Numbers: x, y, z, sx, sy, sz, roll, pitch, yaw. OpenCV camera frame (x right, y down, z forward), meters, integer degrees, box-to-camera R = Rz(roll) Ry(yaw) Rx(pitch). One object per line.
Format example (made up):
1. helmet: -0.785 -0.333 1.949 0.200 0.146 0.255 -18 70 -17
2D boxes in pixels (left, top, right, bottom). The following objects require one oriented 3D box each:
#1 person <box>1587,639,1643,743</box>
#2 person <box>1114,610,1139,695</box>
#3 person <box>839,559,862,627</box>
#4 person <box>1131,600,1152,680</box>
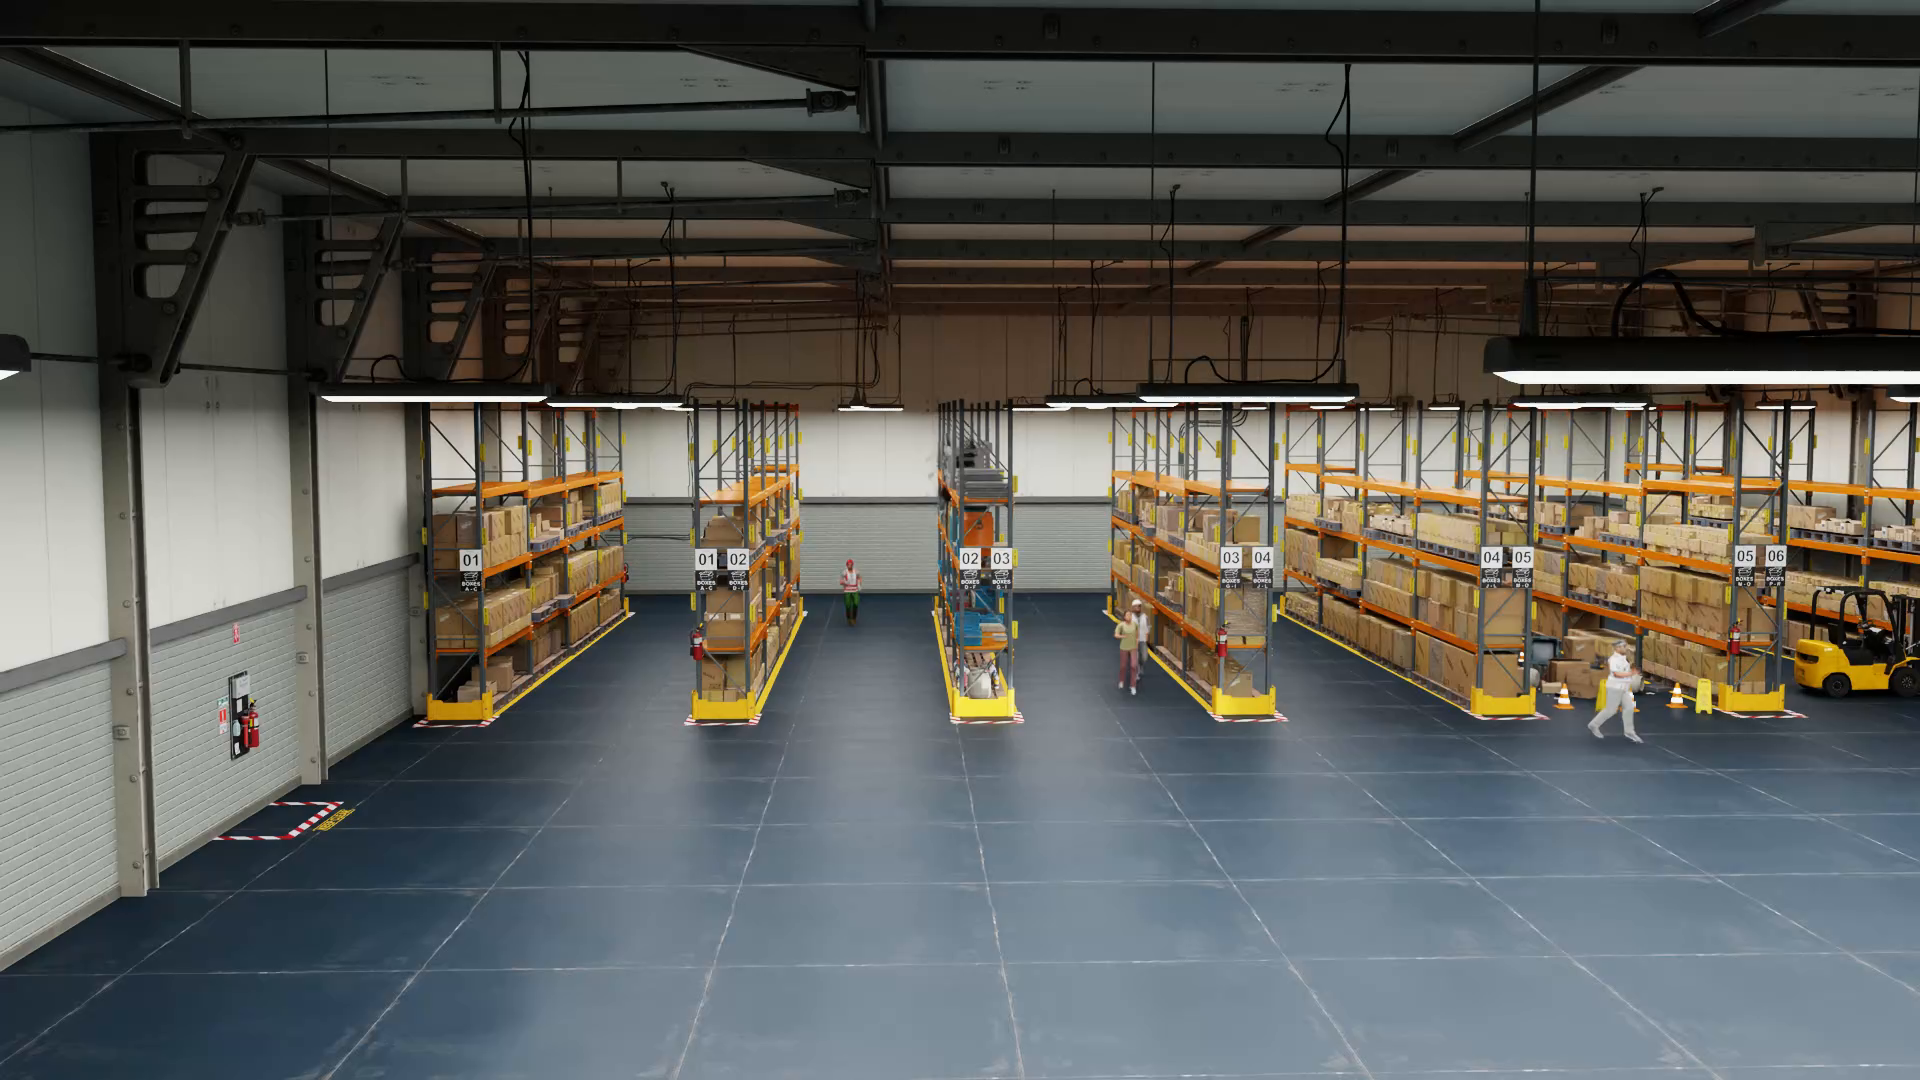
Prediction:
1. person: 11.475 2.612 29.075 0.908 1.815 0.681 3 5 37
2. person: 3.430 2.278 34.204 0.576 1.721 0.831 -1 4 -8
3. person: -2.933 1.431 44.850 0.635 1.807 0.690 -1 4 -11
4. person: 3.817 2.145 35.775 0.656 1.722 0.600 0 4 -5
